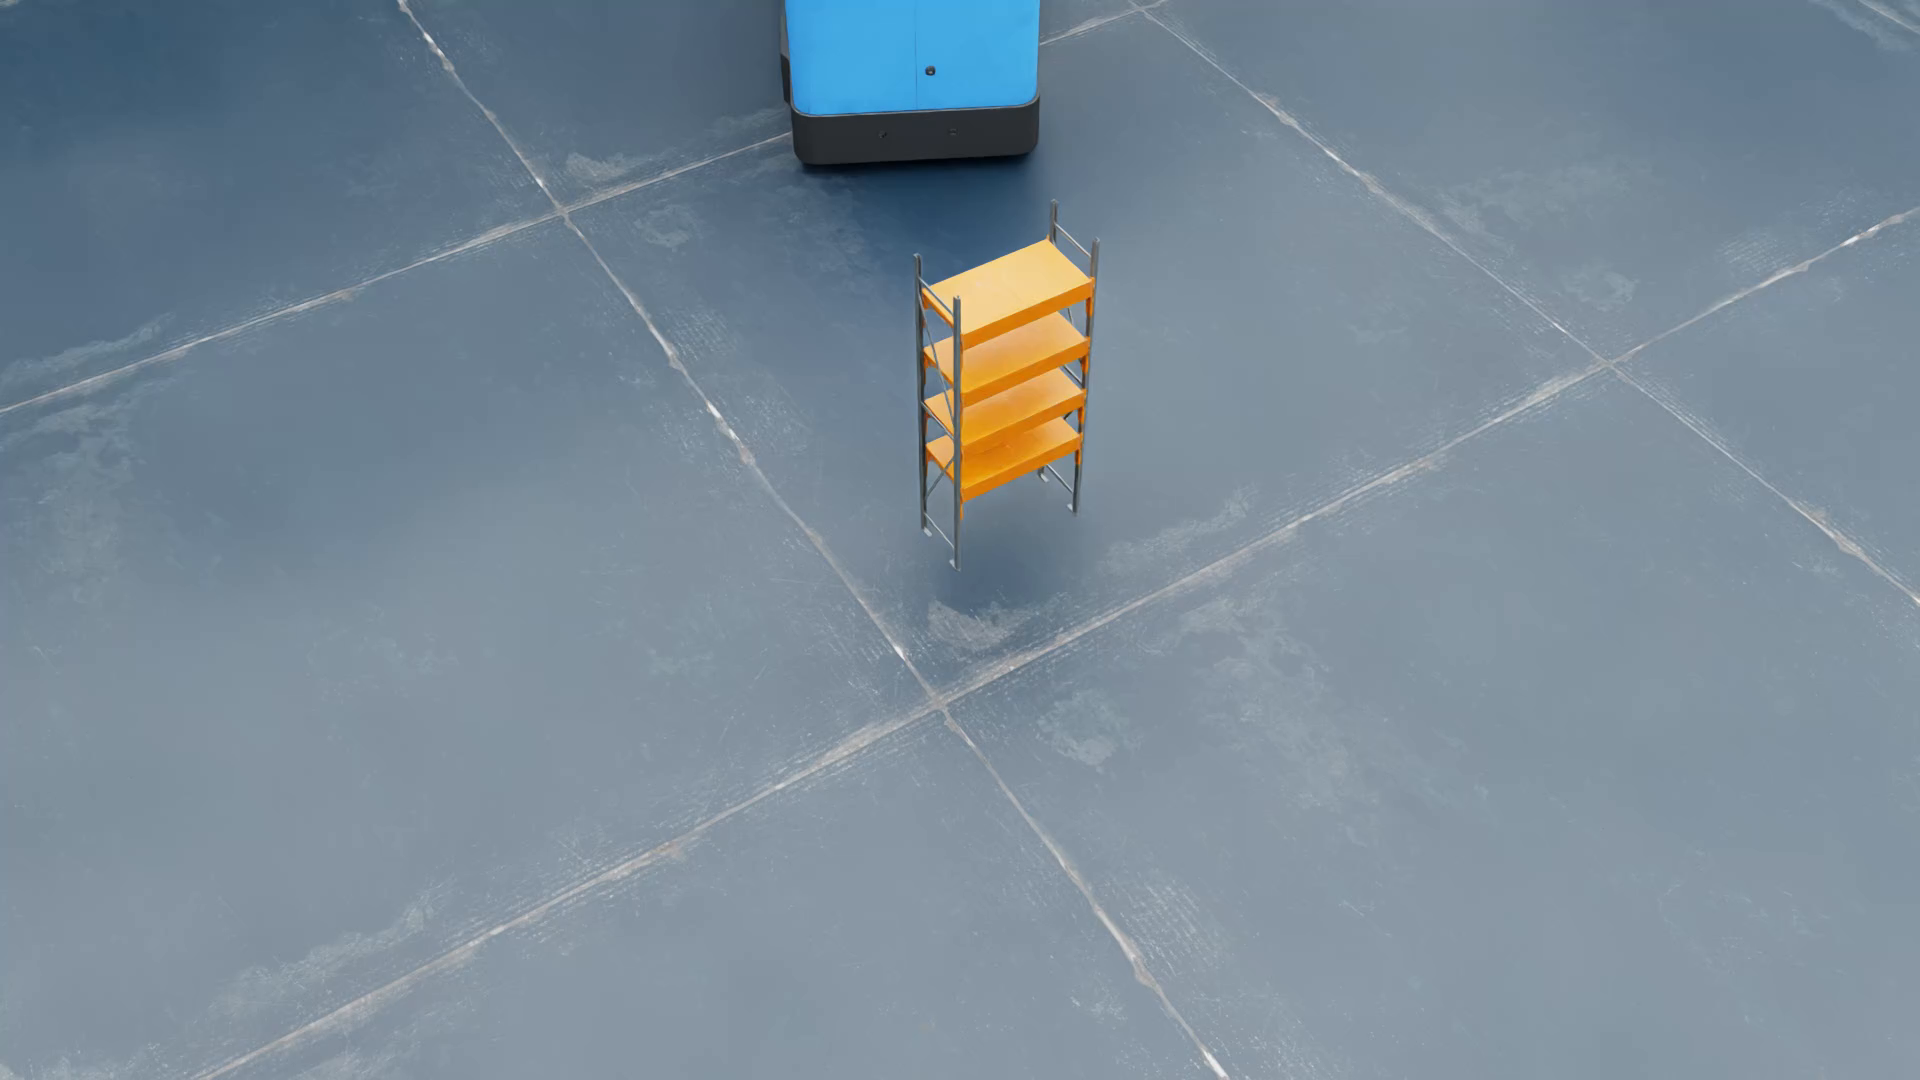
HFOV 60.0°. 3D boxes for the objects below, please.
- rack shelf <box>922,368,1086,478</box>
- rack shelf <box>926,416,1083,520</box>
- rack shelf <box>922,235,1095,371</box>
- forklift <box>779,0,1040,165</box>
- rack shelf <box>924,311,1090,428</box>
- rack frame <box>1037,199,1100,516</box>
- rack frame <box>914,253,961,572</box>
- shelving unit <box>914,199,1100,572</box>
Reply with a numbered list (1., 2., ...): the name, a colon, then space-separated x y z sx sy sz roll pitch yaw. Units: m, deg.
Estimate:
1. rack shelf: 0.140 -0.420 5.411 0.480 0.148 0.258 -25 53 -21
2. rack shelf: 0.140 -0.288 5.559 0.480 0.148 0.258 -25 53 -21
3. rack shelf: 0.140 -0.726 5.067 0.480 0.148 0.258 -25 53 -21
4. forklift: -0.304 -3.676 7.061 1.130 2.935 3.031 -4 48 -3
5. rack shelf: 0.140 -0.569 5.244 0.480 0.148 0.258 -25 53 -21
6. rack frame: 0.346 -0.562 5.447 0.015 1.200 0.240 -25 53 -21
7. rack frame: -0.066 -0.368 5.274 0.015 1.200 0.240 -25 53 -21
8. shelving unit: 0.140 -0.465 5.361 0.503 1.200 0.258 -25 53 -21
